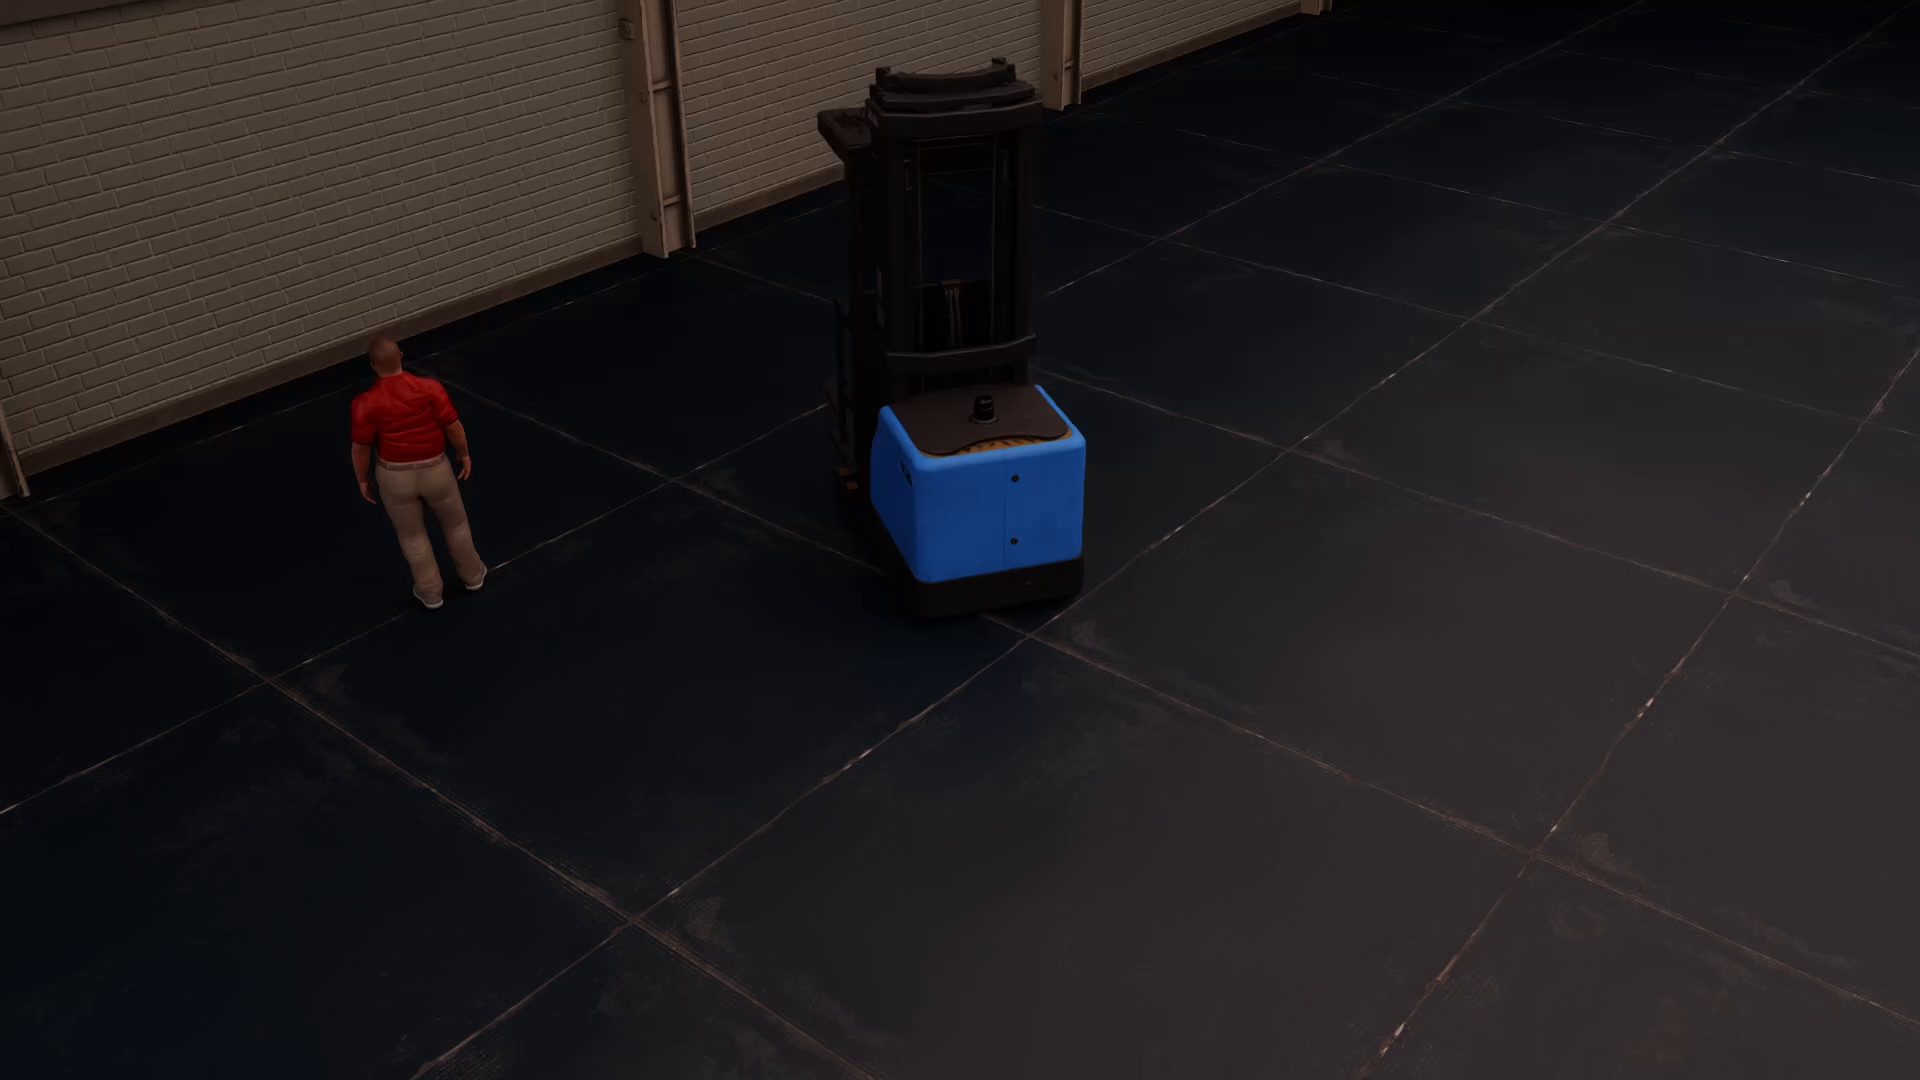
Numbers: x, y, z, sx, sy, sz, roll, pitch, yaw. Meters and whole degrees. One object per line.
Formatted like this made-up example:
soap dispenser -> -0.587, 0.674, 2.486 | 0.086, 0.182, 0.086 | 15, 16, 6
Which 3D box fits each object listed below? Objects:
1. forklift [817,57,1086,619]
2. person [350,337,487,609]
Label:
forklift -> -0.209, -1.543, 10.235 | 1.130, 2.935, 3.031 | -9, 32, -15
person -> -3.113, -0.412, 9.478 | 0.638, 1.727, 0.552 | -12, 32, -20
